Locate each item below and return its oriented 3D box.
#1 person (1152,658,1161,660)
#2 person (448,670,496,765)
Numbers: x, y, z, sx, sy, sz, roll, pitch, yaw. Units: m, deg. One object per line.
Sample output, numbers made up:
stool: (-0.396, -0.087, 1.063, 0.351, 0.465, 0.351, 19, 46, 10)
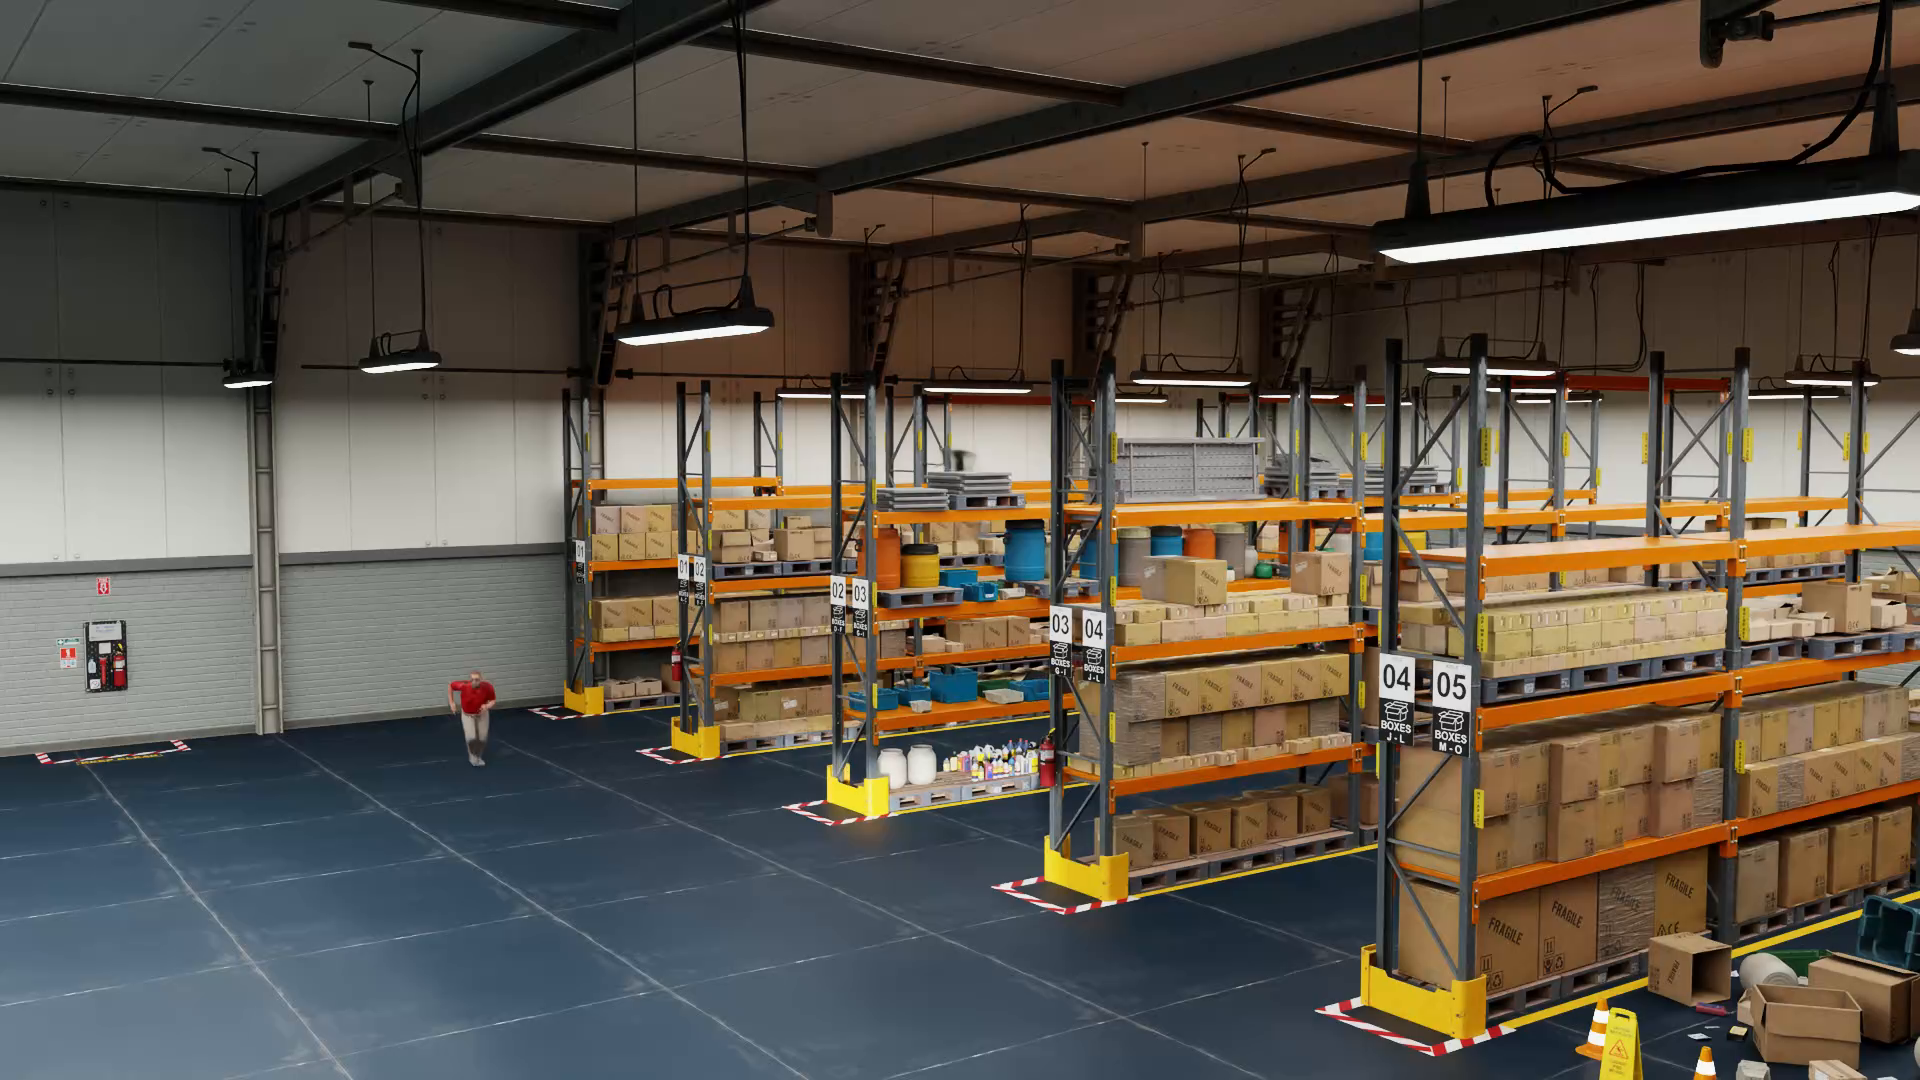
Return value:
person: (3.467, 2.498, 28.419, 0.715, 1.717, 0.643, 3, 5, 42)
person: (-7.489, 2.744, 25.536, 0.698, 1.551, 0.932, -1, 4, -19)
